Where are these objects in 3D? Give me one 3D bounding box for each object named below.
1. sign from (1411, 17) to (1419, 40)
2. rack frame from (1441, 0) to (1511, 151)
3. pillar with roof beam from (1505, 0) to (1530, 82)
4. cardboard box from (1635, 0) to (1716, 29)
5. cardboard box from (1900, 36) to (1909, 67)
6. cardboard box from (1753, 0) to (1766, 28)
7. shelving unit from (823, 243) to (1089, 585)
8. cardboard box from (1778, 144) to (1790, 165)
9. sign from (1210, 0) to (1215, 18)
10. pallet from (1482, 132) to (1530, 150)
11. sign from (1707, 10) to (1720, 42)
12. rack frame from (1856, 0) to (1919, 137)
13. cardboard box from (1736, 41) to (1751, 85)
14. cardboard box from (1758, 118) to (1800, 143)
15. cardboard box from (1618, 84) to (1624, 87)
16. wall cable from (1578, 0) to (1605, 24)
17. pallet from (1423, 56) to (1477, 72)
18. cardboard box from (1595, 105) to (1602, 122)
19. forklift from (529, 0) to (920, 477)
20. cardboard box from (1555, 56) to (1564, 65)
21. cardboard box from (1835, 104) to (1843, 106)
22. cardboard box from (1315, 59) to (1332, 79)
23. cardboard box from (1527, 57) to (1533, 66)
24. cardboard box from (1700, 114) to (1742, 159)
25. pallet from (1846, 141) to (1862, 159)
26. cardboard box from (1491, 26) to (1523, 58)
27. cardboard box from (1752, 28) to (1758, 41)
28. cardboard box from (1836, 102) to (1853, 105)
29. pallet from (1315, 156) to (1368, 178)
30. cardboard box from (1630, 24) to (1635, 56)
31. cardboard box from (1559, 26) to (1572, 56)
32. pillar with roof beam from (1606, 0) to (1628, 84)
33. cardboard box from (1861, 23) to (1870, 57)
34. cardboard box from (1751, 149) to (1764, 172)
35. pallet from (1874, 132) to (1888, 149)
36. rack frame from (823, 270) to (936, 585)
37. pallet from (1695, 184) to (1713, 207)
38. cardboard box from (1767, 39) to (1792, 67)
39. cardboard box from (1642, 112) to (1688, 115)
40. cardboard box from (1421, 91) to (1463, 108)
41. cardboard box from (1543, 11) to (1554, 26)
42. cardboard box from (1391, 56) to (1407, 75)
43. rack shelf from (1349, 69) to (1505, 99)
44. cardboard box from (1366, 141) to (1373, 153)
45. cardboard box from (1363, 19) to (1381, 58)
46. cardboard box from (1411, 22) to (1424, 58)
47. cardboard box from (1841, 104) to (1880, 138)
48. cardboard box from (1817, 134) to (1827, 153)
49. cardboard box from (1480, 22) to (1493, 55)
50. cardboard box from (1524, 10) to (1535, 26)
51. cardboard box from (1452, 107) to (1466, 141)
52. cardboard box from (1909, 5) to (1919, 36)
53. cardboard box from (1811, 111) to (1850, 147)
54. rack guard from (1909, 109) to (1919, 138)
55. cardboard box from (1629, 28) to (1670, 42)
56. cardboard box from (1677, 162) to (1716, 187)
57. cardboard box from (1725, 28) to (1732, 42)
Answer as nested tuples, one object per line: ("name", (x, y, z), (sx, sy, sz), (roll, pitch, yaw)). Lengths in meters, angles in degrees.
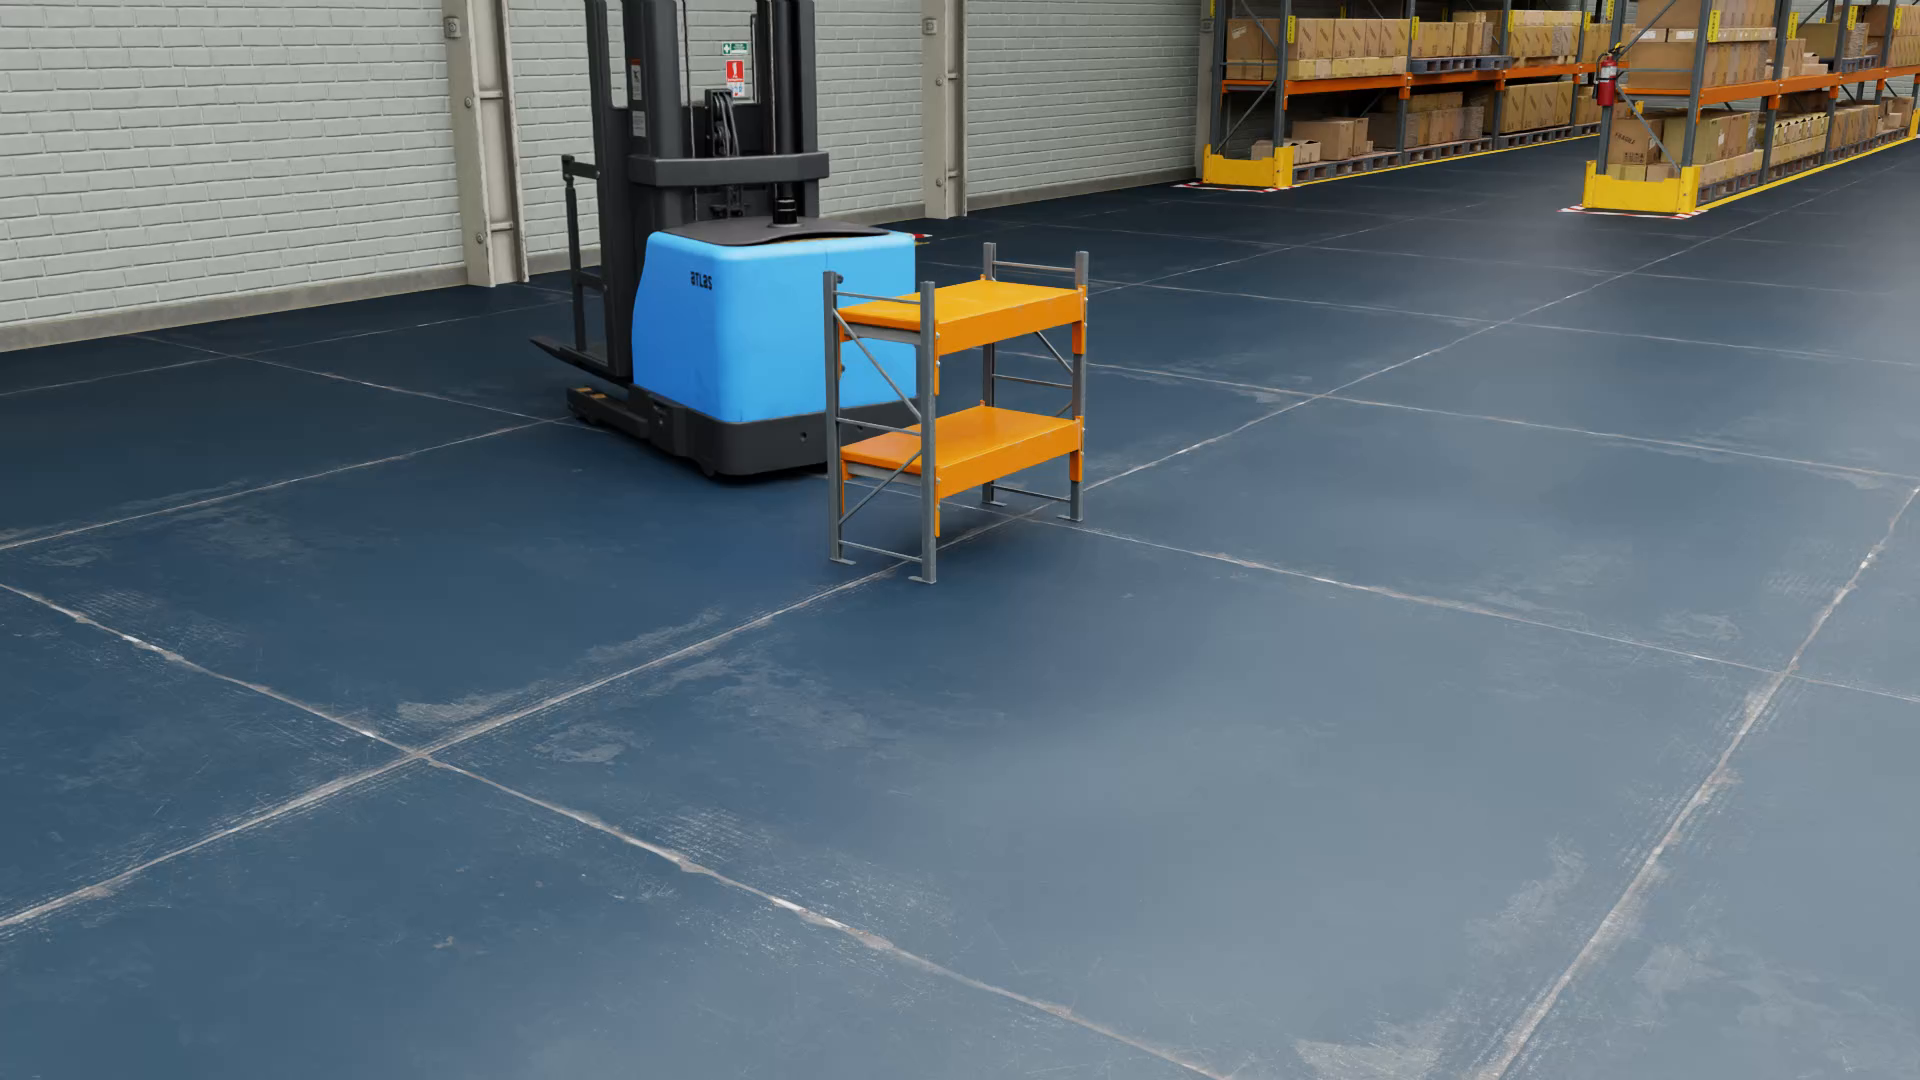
("sign", (6.514, -7.325, 23.815), (0.100, 0.325, 0.005), (12, 21, 35))
("rack frame", (8.457, -7.959, 27.314), (1.000, 3.000, 0.127), (12, 21, 35))
("pillar with roof beam", (14.020, -11.335, 28.072), (9.100, 9.000, 0.400), (12, 21, 35))
("cardboard box", (7.991, -5.968, 18.547), (0.700, 0.500, 0.500), (13, 21, 35))
("cardboard box", (15.946, -8.399, 28.564), (0.500, 0.500, 0.500), (12, 21, 34))
("cardboard box", (9.495, -6.571, 20.491), (0.700, 0.500, 0.500), (12, 21, 35))
("shelving unit", (0.004, -0.539, 6.582), (0.538, 1.125, 1.048), (12, 21, 35))
("cardboard box", (10.799, -5.193, 22.336), (0.500, 0.250, 0.500), (13, 22, 36))
("sign", (3.257, -6.860, 21.291), (0.100, 0.325, 0.005), (12, 21, 35))
("pallet", (8.987, -6.801, 28.290), (1.003, 0.211, 1.213), (12, 21, 35))
("sign", (8.113, -5.531, 17.902), (0.100, 0.325, 0.005), (12, 21, 35))
("rack frame", (17.204, -8.990, 30.634), (1.000, 3.000, 0.127), (12, 21, 35))
("cardboard box", (9.184, -5.827, 20.281), (0.700, 0.500, 0.500), (13, 21, 35))
("cardboard box", (11.110, -5.583, 22.647), (0.500, 0.311, 0.500), (12, 21, 33))
("cardboard box", (12.805, -8.872, 32.670), (0.380, 0.149, 0.250), (13, 22, 36))
("wall cable", (13.227, -10.821, 34.820), (0.084, 1.984, 1.851), (12, 21, 35))
("pallet", (7.310, -7.388, 25.801), (1.003, 0.211, 1.213), (12, 21, 35))
("cardboard box", (11.978, -8.319, 31.982), (0.700, 0.500, 0.500), (13, 21, 36))
("forklift", (-1.429, -2.066, 8.456), (1.130, 2.935, 3.031), (-11, 20, -32))
("cardboard box", (10.434, -8.479, 29.380), (0.380, 0.149, 0.250), (12, 21, 35))
("cardboard box", (14.337, -6.981, 27.639), (0.500, 0.500, 0.500), (11, 21, 32))
("cardboard box", (4.534, -6.177, 21.798), (0.500, 0.250, 0.500), (12, 21, 33))
("cardboard box", (9.583, -8.197, 28.472), (0.380, 0.149, 0.250), (13, 21, 36))
("cardboard box", (9.065, -4.870, 20.030), (0.500, 0.500, 0.500), (12, 21, 35))
("pallet", (13.640, -6.213, 26.395), (1.003, 0.211, 1.213), (12, 21, 35))
("cardboard box", (8.952, -8.228, 27.479), (0.500, 0.500, 0.500), (13, 22, 36))
("cardboard box", (9.457, -6.144, 20.210), (0.380, 0.149, 0.250), (12, 21, 34))
("cardboard box", (14.933, -7.239, 28.470), (0.500, 0.500, 0.500), (12, 21, 35))
("pallet", (4.976, -5.216, 23.185), (1.003, 0.211, 1.213), (12, 21, 35))
("cardboard box", (12.928, -9.884, 33.009), (0.980, 0.700, 0.700), (14, 22, 37))
("cardboard box", (10.472, -8.833, 29.426), (0.500, 0.500, 0.500), (13, 21, 35))
("pillar with roof beam", (17.595, -12.764, 32.674), (9.100, 9.000, 0.400), (12, 21, 35))
("cardboard box", (13.818, -7.853, 26.099), (0.700, 0.500, 0.500), (7, 19, 21))
("cardboard box", (9.953, -4.870, 21.296), (0.500, 0.250, 0.500), (12, 21, 35))
("pallet", (15.231, -6.868, 28.506), (1.003, 0.211, 1.213), (12, 21, 35))
("rack frame", (-0.299, -0.418, 6.192), (0.500, 1.125, 0.032), (12, 21, 35))
("pallet", (8.093, -4.037, 19.386), (1.003, 0.211, 1.213), (12, 21, 35))
("cardboard box", (10.839, -6.485, 22.399), (0.500, 0.500, 0.500), (14, 22, 39))
("cardboard box", (8.635, -4.964, 20.335), (0.500, 0.500, 0.500), (12, 21, 35))
("cardboard box", (7.680, -7.028, 26.525), (0.500, 0.250, 0.500), (13, 21, 36))
("cardboard box", (9.848, -8.949, 28.536), (0.500, 0.250, 0.500), (12, 21, 34))
("cardboard box", (6.035, -6.777, 23.730), (0.500, 0.250, 0.500), (12, 21, 35))
("rack shelf", (7.265, -7.139, 25.887), (1.077, 0.370, 4.000), (12, 21, 35))
("cardboard box", (5.779, -5.730, 24.174), (0.380, 0.166, 0.250), (9, 20, 28))
("cardboard box", (5.439, -6.897, 22.850), (0.500, 0.500, 0.500), (12, 21, 33))
("cardboard box", (6.404, -7.379, 24.537), (0.700, 0.500, 0.500), (12, 21, 35))
("cardboard box", (14.757, -6.885, 27.330), (0.500, 0.500, 0.500), (12, 21, 34))
("cardboard box", (12.320, -5.803, 24.301), (0.500, 0.250, 0.500), (13, 21, 36))
("cardboard box", (8.185, -8.103, 26.868), (0.700, 0.500, 0.500), (10, 20, 28))
("cardboard box", (9.254, -8.707, 27.755), (0.500, 0.250, 0.500), (12, 21, 34))
("cardboard box", (7.670, -6.692, 26.709), (0.700, 0.500, 0.500), (12, 21, 35))
("cardboard box", (16.248, -8.993, 28.791), (0.500, 0.500, 0.500), (13, 22, 36))
("cardboard box", (13.246, -6.284, 25.395), (0.500, 0.500, 0.500), (12, 21, 33))
("rack guard", (17.159, -7.778, 30.947), (1.175, 0.500, 0.348), (12, 21, 35))
("cardboard box", (7.746, -5.661, 18.653), (0.380, 0.149, 0.250), (12, 21, 34))
("cardboard box", (8.464, -4.274, 19.378), (0.500, 0.250, 0.500), (12, 21, 35))
("cardboard box", (8.692, -5.838, 19.223), (0.380, 0.149, 0.250), (12, 21, 33))
